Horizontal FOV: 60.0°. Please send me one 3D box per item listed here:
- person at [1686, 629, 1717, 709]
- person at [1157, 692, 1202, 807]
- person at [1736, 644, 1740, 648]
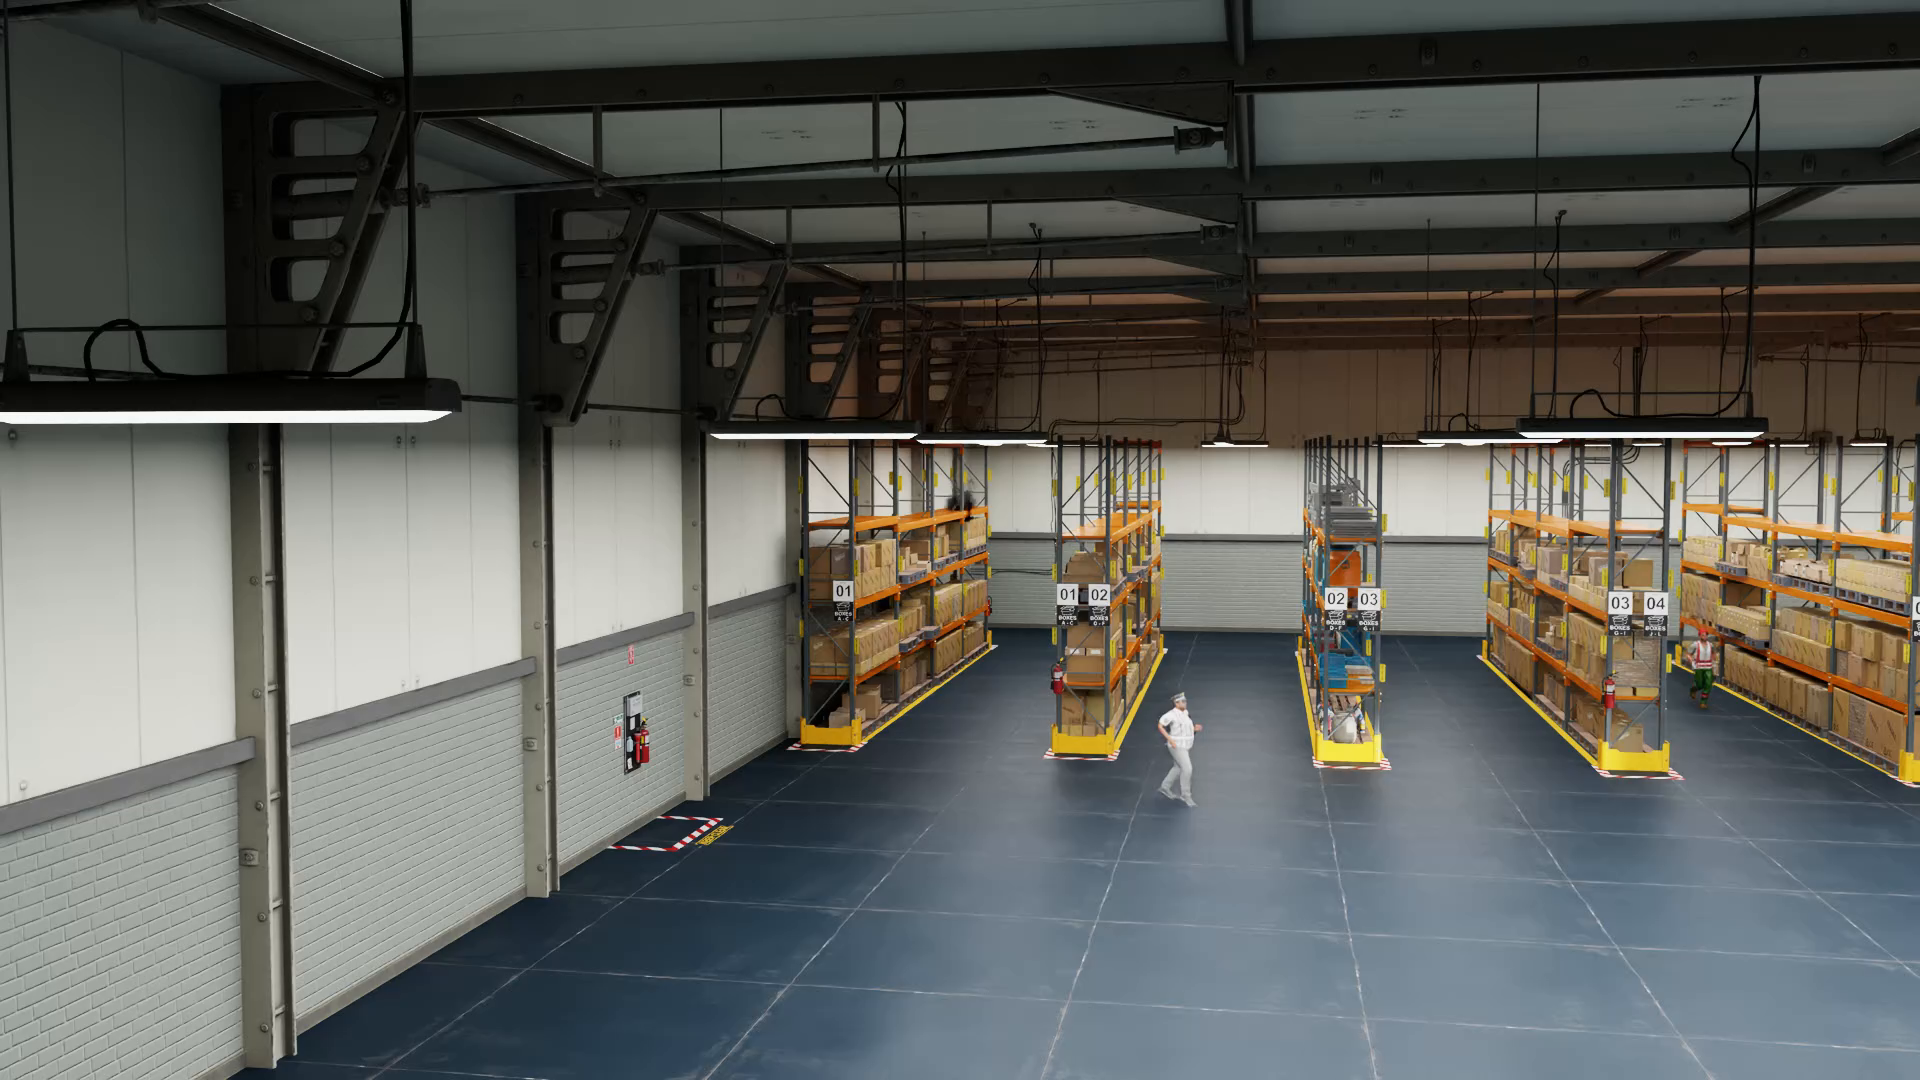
[{"bbox_3d":[16.515,2.851,36.984,0.653,1.749,0.734,0,3,3],"label":"person"},{"bbox_3d":[3.565,3.382,26.942,0.733,1.848,0.643,2,4,30],"label":"person"},{"bbox_3d":[21.366,2.468,45.301,0.877,1.605,0.538,0,3,1],"label":"person"}]
